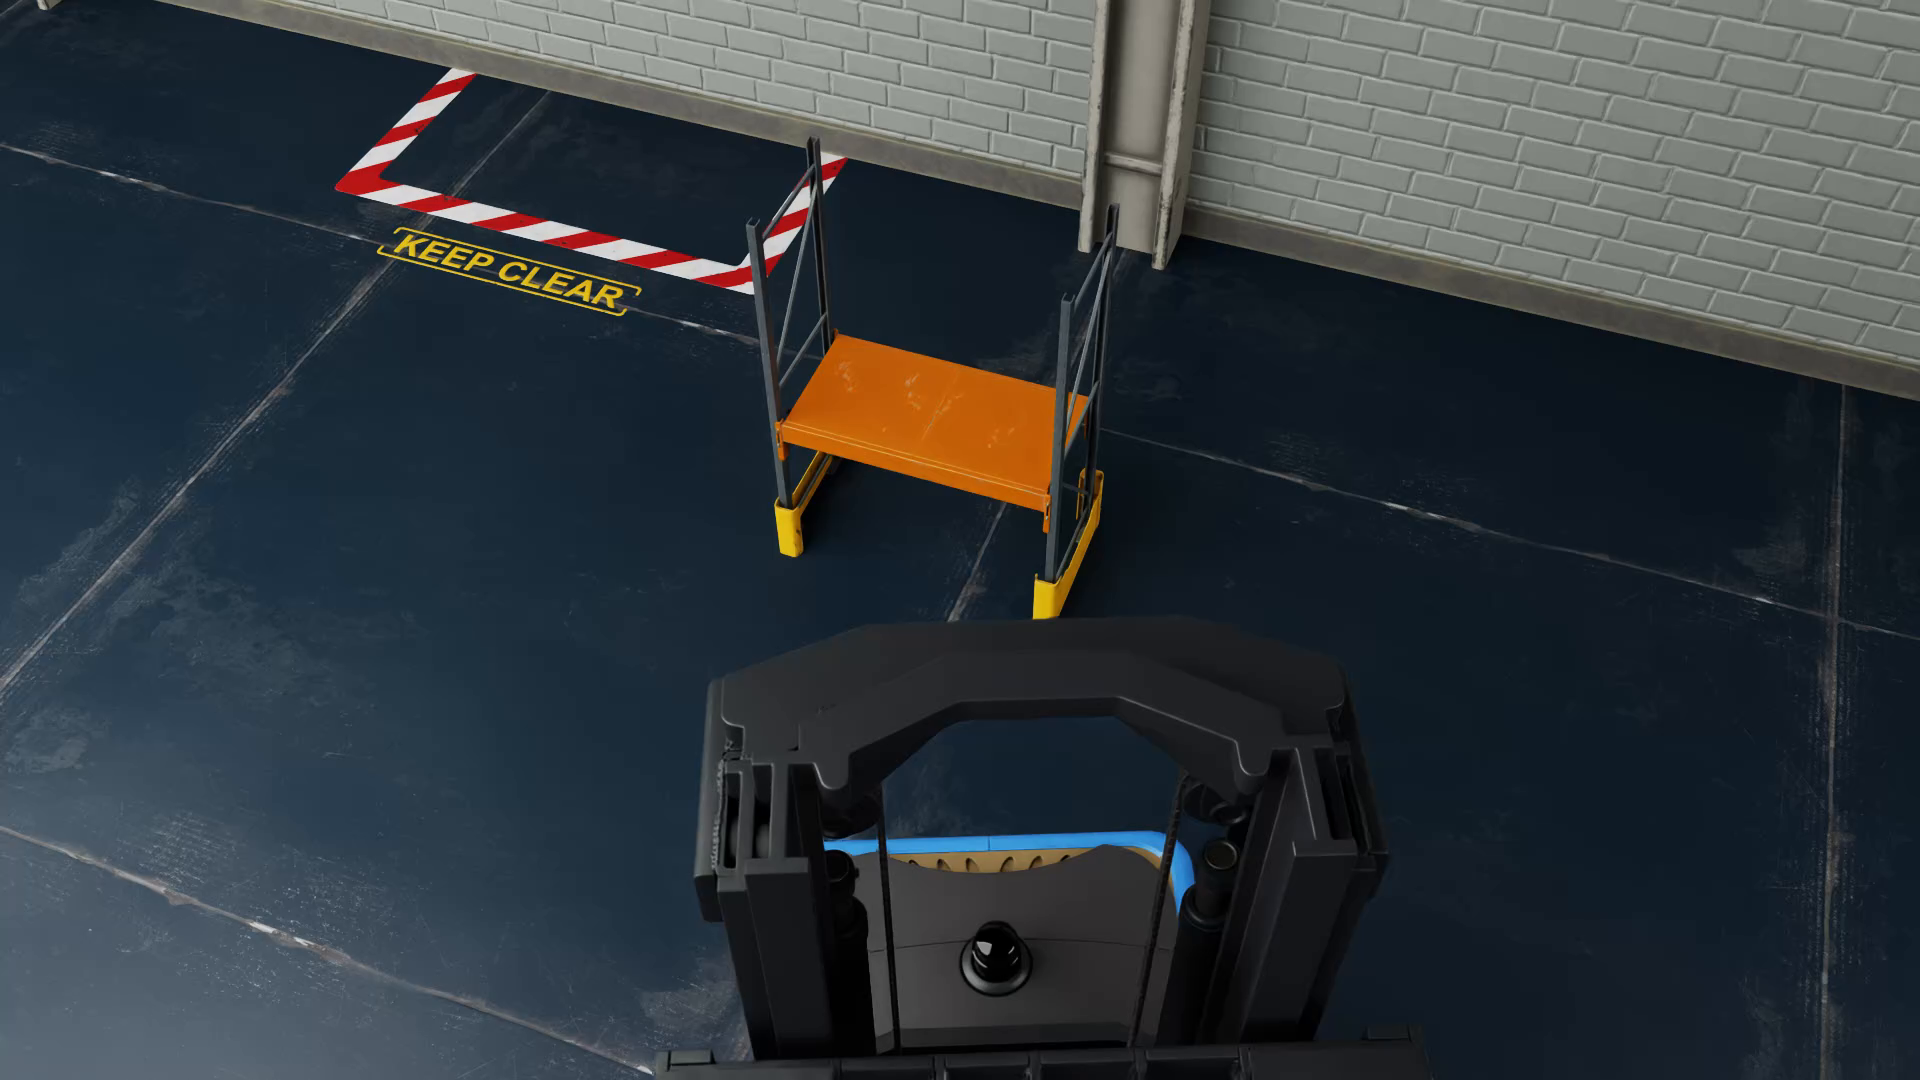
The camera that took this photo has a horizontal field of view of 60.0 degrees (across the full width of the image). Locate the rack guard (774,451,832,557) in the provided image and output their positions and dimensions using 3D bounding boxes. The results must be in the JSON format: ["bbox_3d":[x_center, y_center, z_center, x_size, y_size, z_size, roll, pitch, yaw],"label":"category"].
[{"bbox_3d":[-0.539,-0.232,6.286,0.087,0.250,0.587,16,51,13],"label":"rack guard"}]

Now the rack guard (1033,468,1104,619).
[{"bbox_3d":[0.396,0.029,6.060,0.087,0.250,0.587,16,51,13],"label":"rack guard"}]

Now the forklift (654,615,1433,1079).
[{"bbox_3d":[0.126,1.605,2.919,1.130,2.935,3.031,-2,49,-1],"label":"forklift"}]

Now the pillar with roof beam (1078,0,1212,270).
[{"bbox_3d":[-0.732,-1.236,1.366,0.400,9.000,9.100,16,51,13],"label":"pillar with roof beam"}]

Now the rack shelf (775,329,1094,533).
[{"bbox_3d":[-0.080,-0.396,5.839,1.000,0.185,0.538,16,51,13],"label":"rack shelf"}]

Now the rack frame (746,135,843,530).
[{"bbox_3d":[-0.557,-0.647,5.818,0.032,1.500,0.500,16,51,13],"label":"rack frame"}]

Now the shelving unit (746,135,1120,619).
[{"bbox_3d":[-0.072,-0.511,5.701,1.083,1.500,0.587,16,51,13],"label":"shelving unit"}]

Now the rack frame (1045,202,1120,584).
[{"bbox_3d":[0.397,-0.380,5.587,0.032,1.500,0.500,16,51,13],"label":"rack frame"}]
